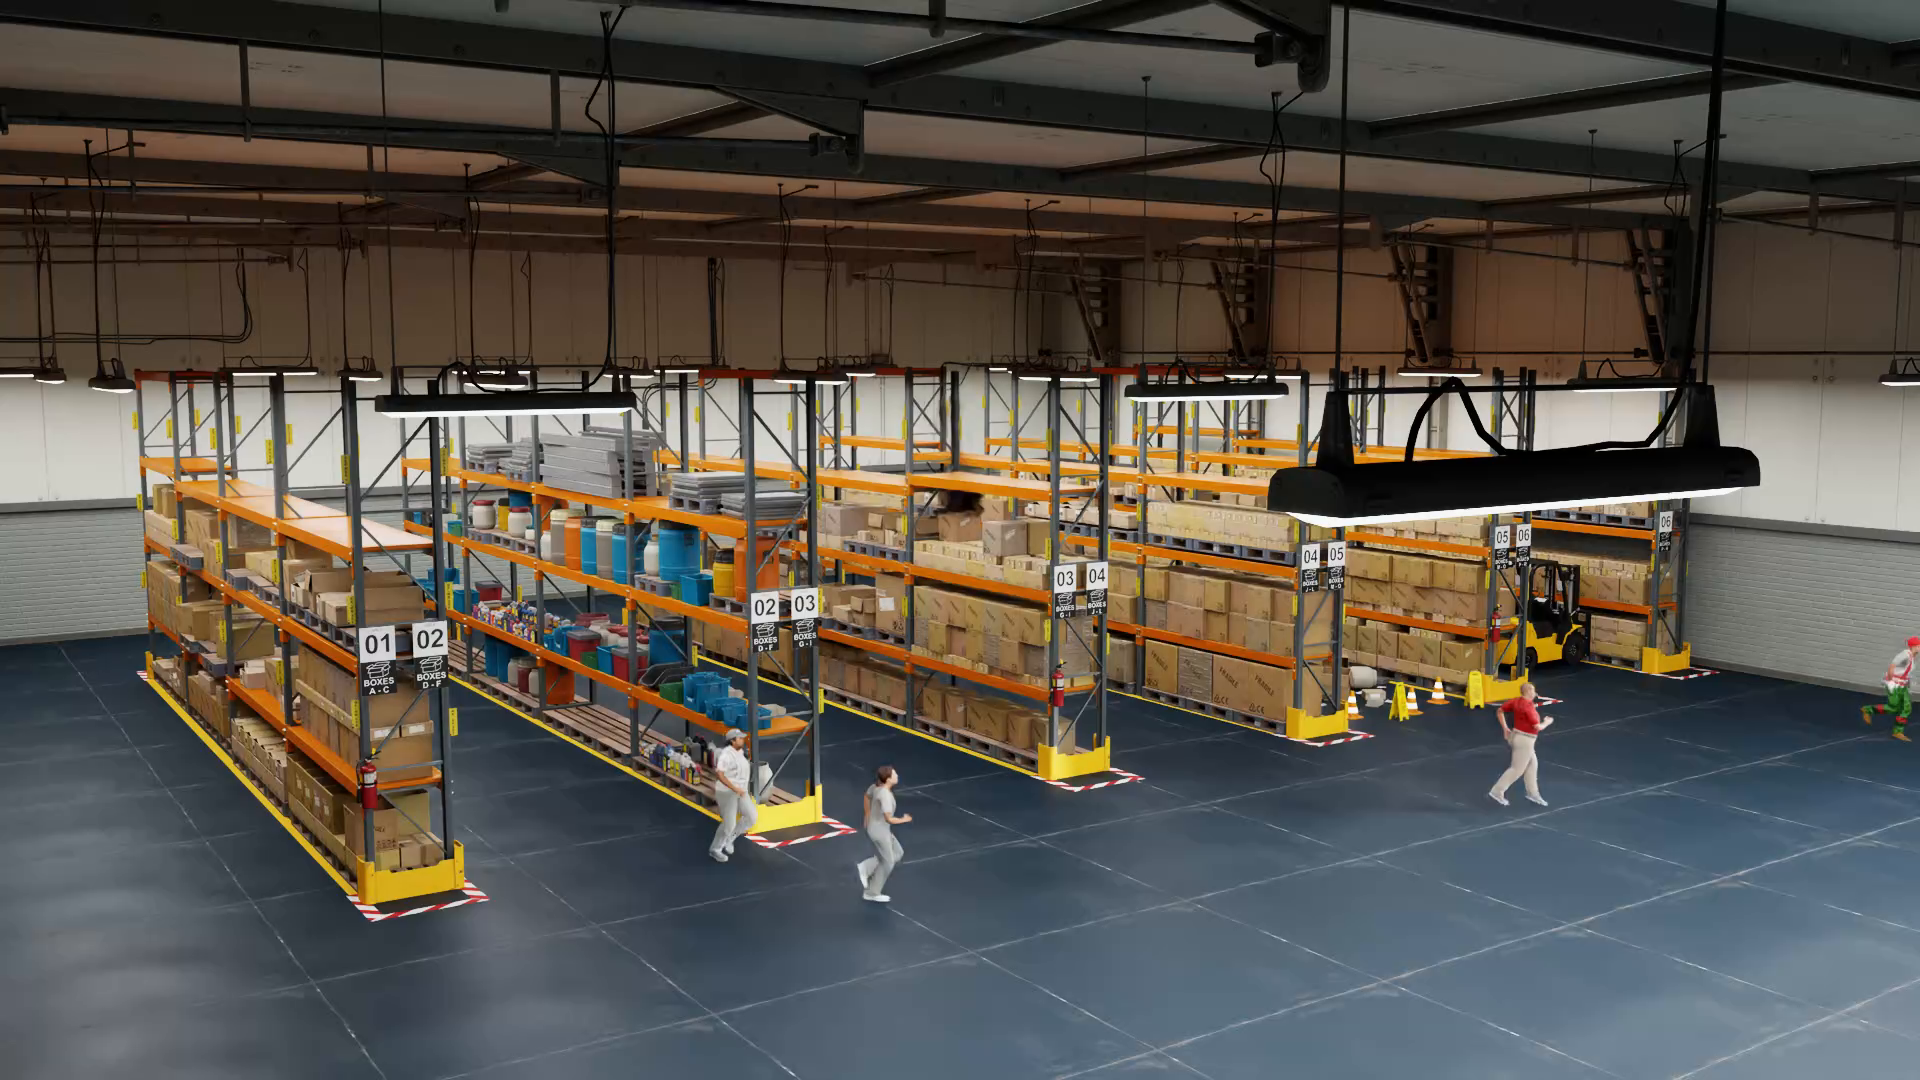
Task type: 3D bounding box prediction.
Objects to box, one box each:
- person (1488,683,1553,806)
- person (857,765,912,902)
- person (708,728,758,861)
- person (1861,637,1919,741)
[{"bbox_3d":[7.788,2.836,23.102,0.914,1.725,0.642,0,6,-4],"label":"person"},{"bbox_3d":[-0.871,3.377,19.178,0.629,1.621,0.603,-1,7,-13],"label":"person"},{"bbox_3d":[-2.819,3.177,20.928,0.550,1.611,0.662,3,7,22],"label":"person"},{"bbox_3d":[15.376,2.414,27.401,0.908,1.722,0.658,5,8,40],"label":"person"}]
